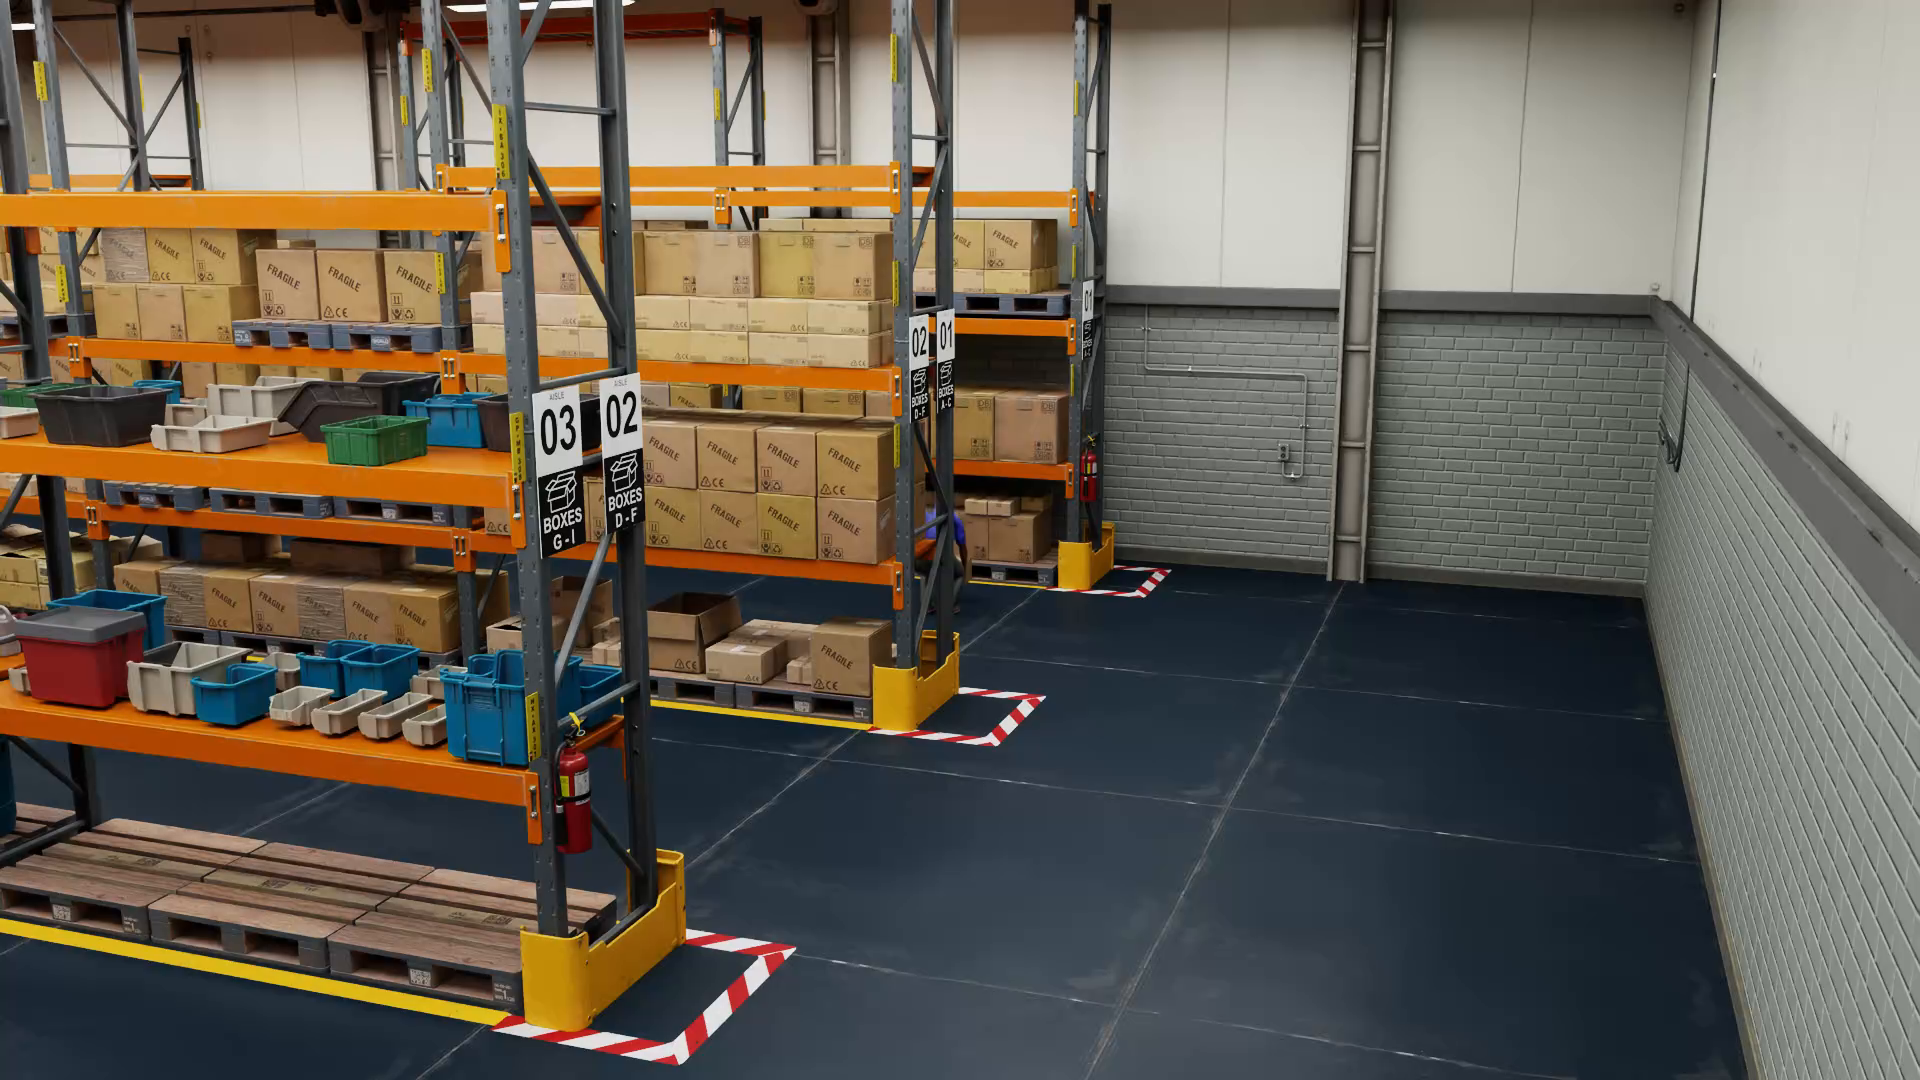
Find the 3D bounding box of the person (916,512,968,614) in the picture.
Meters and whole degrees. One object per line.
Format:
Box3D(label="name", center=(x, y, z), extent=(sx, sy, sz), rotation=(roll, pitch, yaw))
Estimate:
Box3D(label="person", center=(-0.207, 0.173, 16.534), extent=(0.499, 1.092, 0.747), rotation=(4, 13, 18))
